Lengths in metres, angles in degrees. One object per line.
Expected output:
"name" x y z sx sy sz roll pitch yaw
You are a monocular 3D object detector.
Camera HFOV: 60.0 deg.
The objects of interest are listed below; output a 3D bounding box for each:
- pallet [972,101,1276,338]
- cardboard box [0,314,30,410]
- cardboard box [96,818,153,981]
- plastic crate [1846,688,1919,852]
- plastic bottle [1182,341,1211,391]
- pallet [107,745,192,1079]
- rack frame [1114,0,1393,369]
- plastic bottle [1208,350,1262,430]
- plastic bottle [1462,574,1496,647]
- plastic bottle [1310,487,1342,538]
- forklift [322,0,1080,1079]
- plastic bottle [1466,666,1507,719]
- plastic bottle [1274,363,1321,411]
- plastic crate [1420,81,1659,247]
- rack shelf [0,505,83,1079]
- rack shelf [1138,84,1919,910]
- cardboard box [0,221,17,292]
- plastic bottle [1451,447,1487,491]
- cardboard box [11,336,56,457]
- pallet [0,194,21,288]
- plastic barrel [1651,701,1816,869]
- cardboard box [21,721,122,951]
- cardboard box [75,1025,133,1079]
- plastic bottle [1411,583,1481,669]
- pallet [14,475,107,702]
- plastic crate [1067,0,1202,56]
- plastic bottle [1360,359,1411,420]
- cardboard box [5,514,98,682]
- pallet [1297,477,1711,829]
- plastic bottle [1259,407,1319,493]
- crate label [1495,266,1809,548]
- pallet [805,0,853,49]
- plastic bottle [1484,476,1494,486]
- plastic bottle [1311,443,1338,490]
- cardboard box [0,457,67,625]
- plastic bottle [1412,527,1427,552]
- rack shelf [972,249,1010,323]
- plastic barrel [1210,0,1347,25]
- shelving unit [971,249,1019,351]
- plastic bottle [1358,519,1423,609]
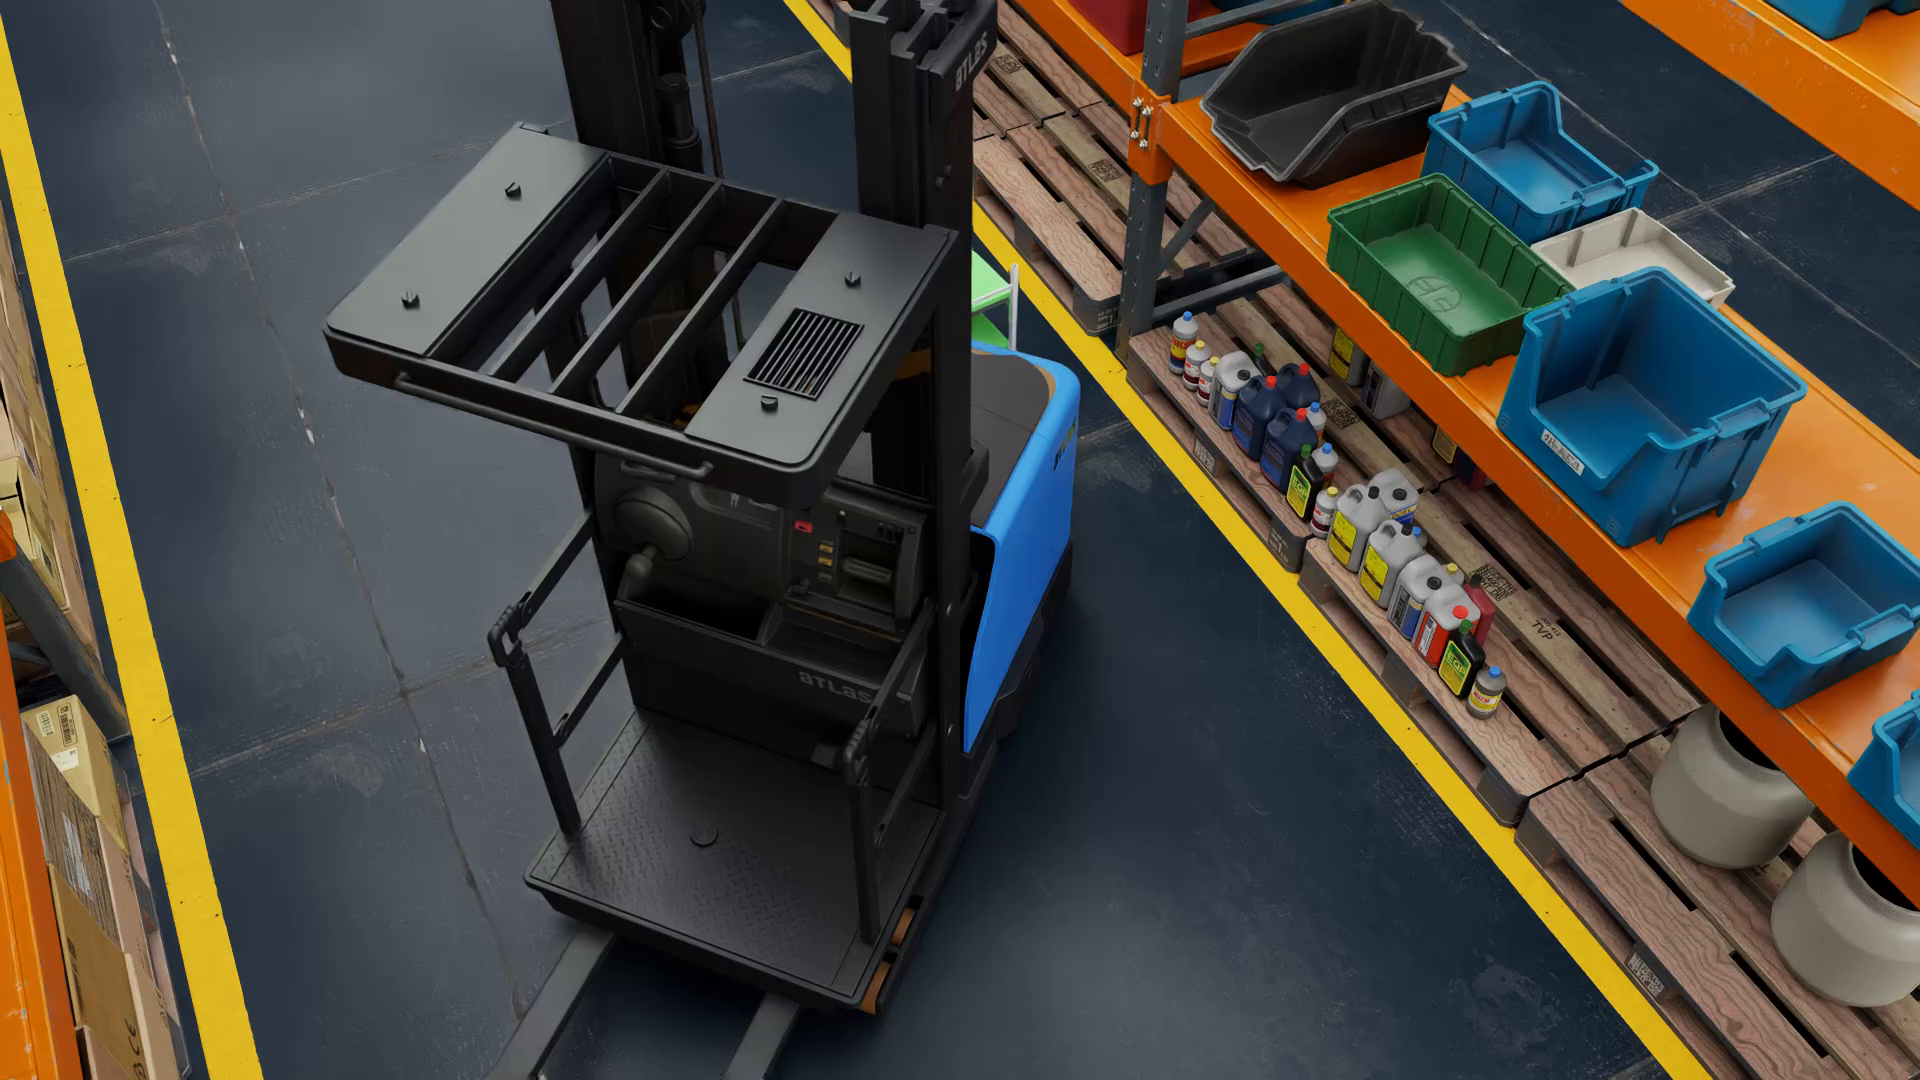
"pallet" 0.720 -1.486 7.409 1.003 0.211 1.213 -21 52 -18
"cardboard box" -3.722 -0.651 6.002 0.500 0.311 0.500 -23 53 -19
"cardboard box" -2.665 1.152 4.797 0.500 0.250 0.500 -21 52 -18
"plastic crate" 2.449 0.602 3.829 0.499 0.251 0.616 -21 52 -18
"plastic bottle" 0.917 -0.683 6.421 0.097 0.201 0.097 0 49 0
"pallet" -2.965 1.277 4.993 1.003 0.211 1.213 -21 52 -18
"rack frame" 1.114 -1.892 5.912 1.000 3.000 0.127 -21 52 -18
"plastic bottle" 1.042 -0.569 6.272 0.152 0.276 0.135 -19 52 -16
"plastic bottle" 1.718 0.241 5.558 0.061 0.283 0.133 -21 52 -18
"plastic bottle" 1.310 -0.108 5.919 0.097 0.201 0.097 0 49 0
"forklift" -0.616 0.088 4.226 1.130 2.935 3.031 17 51 14
"plastic bottle" 1.714 0.484 5.401 0.097 0.201 0.097 0 49 0
"plastic bottle" 1.243 -0.531 6.189 0.144 0.351 0.185 -21 52 -18
"plastic crate" 1.862 -1.196 5.402 0.499 0.251 0.616 -21 52 -18
"rack shelf" -2.377 1.387 3.522 1.077 0.370 4.000 -21 52 -18
"rack shelf" 2.029 -0.316 5.012 1.077 0.370 4.000 -21 52 -18
"cardboard box" -4.198 -1.149 6.810 0.500 0.250 0.500 -20 52 -17
"plastic bottle" 1.877 -0.319 6.048 0.061 0.283 0.133 -21 52 -18
"cardboard box" -3.728 -0.465 6.211 0.500 0.250 0.500 -23 53 -19
"pallet" -4.780 -1.383 7.319 1.003 0.211 1.213 -21 52 -18
"plastic barrel" 2.346 0.717 5.004 0.421 0.512 0.421 0 49 0
"cardboard box" -2.667 0.906 4.515 0.500 0.500 0.500 -21 52 -18
"cardboard box" -2.193 1.569 3.935 0.500 0.500 0.500 -21 52 -18
"plastic bottle" 1.623 0.281 5.529 0.152 0.276 0.135 -21 52 -17
"pallet" -3.664 0.250 5.891 1.003 0.211 1.213 -21 52 -18
"plastic crate" 0.620 -2.131 6.079 0.402 0.464 0.583 -21 52 -18
"plastic bottle" 1.633 -0.612 6.310 0.152 0.276 0.135 -21 52 -18
"cardboard box" -3.256 0.224 5.609 0.500 0.250 0.500 -22 52 -18
"pallet" 1.947 0.308 5.841 1.003 0.211 1.213 -21 52 -18
"plastic bottle" 1.201 -0.355 6.035 0.144 0.351 0.185 -23 53 -19
"crate label" 1.862 -0.365 4.553 0.502 0.435 0.616 -21 52 -18
"pallet" -0.396 -3.119 8.838 1.003 0.211 1.213 -21 52 -18
"plastic bottle" 1.971 -0.353 6.084 0.152 0.276 0.135 -20 52 -17
"plastic bottle" 1.301 -0.243 5.990 0.097 0.271 0.097 0 49 0
"cardboard box" -3.260 0.032 5.405 0.500 0.311 0.500 -21 52 -17
"plastic bottle" 1.568 0.032 5.796 0.097 0.201 0.097 0 49 0
"rack shelf" -0.045 -0.887 5.676 0.258 0.148 0.480 -26 54 -21
"plastic barrel" 1.207 -2.420 6.040 0.600 0.901 0.708 -21 52 -18
"shelving unit" -0.045 -0.613 5.989 0.258 1.200 0.503 -26 54 -21
"plastic bottle" 1.480 0.054 5.678 0.144 0.351 0.185 -19 52 -16
